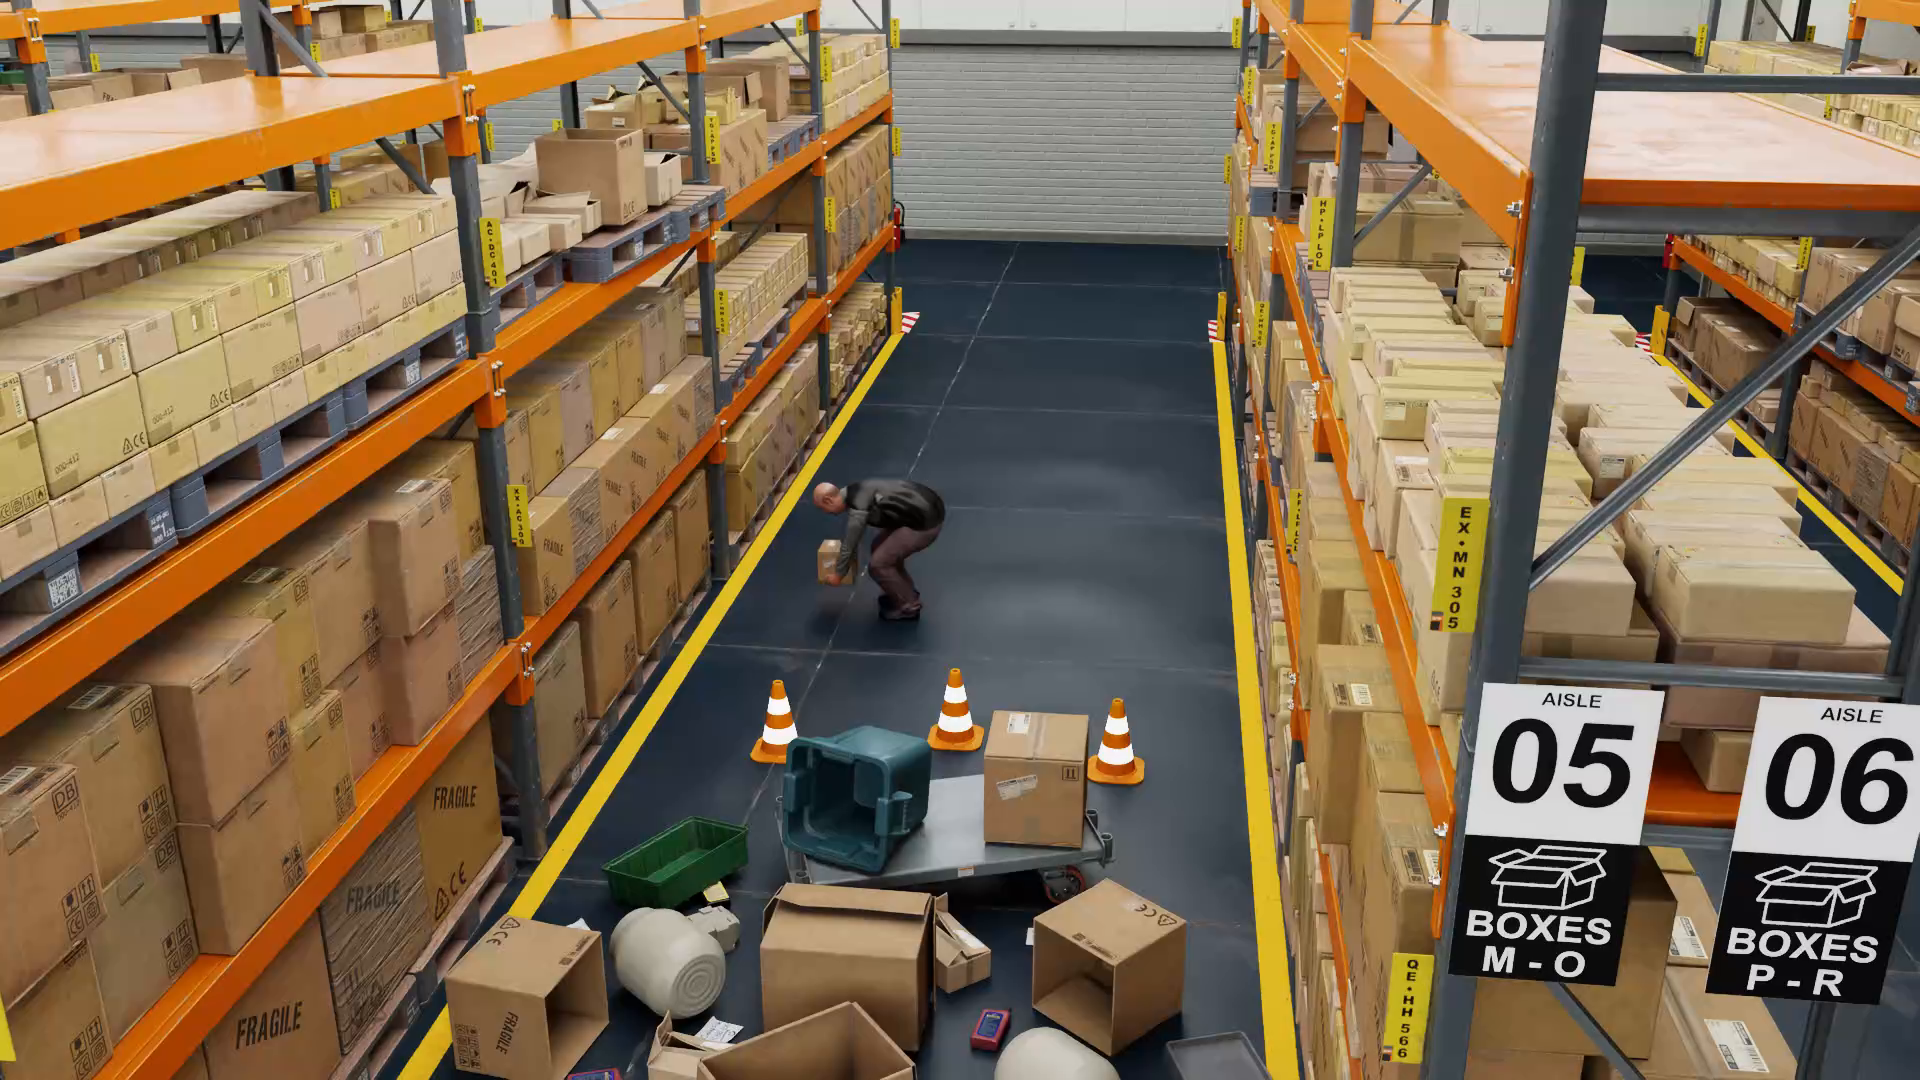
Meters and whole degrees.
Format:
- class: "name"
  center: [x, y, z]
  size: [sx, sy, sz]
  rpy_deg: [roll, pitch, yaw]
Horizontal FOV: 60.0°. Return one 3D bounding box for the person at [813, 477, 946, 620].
- class: "person"
  center: [-0.579, 0.044, 11.999]
  size: [0.949, 1.008, 0.507]
  rpy_deg: [1, 21, 4]
